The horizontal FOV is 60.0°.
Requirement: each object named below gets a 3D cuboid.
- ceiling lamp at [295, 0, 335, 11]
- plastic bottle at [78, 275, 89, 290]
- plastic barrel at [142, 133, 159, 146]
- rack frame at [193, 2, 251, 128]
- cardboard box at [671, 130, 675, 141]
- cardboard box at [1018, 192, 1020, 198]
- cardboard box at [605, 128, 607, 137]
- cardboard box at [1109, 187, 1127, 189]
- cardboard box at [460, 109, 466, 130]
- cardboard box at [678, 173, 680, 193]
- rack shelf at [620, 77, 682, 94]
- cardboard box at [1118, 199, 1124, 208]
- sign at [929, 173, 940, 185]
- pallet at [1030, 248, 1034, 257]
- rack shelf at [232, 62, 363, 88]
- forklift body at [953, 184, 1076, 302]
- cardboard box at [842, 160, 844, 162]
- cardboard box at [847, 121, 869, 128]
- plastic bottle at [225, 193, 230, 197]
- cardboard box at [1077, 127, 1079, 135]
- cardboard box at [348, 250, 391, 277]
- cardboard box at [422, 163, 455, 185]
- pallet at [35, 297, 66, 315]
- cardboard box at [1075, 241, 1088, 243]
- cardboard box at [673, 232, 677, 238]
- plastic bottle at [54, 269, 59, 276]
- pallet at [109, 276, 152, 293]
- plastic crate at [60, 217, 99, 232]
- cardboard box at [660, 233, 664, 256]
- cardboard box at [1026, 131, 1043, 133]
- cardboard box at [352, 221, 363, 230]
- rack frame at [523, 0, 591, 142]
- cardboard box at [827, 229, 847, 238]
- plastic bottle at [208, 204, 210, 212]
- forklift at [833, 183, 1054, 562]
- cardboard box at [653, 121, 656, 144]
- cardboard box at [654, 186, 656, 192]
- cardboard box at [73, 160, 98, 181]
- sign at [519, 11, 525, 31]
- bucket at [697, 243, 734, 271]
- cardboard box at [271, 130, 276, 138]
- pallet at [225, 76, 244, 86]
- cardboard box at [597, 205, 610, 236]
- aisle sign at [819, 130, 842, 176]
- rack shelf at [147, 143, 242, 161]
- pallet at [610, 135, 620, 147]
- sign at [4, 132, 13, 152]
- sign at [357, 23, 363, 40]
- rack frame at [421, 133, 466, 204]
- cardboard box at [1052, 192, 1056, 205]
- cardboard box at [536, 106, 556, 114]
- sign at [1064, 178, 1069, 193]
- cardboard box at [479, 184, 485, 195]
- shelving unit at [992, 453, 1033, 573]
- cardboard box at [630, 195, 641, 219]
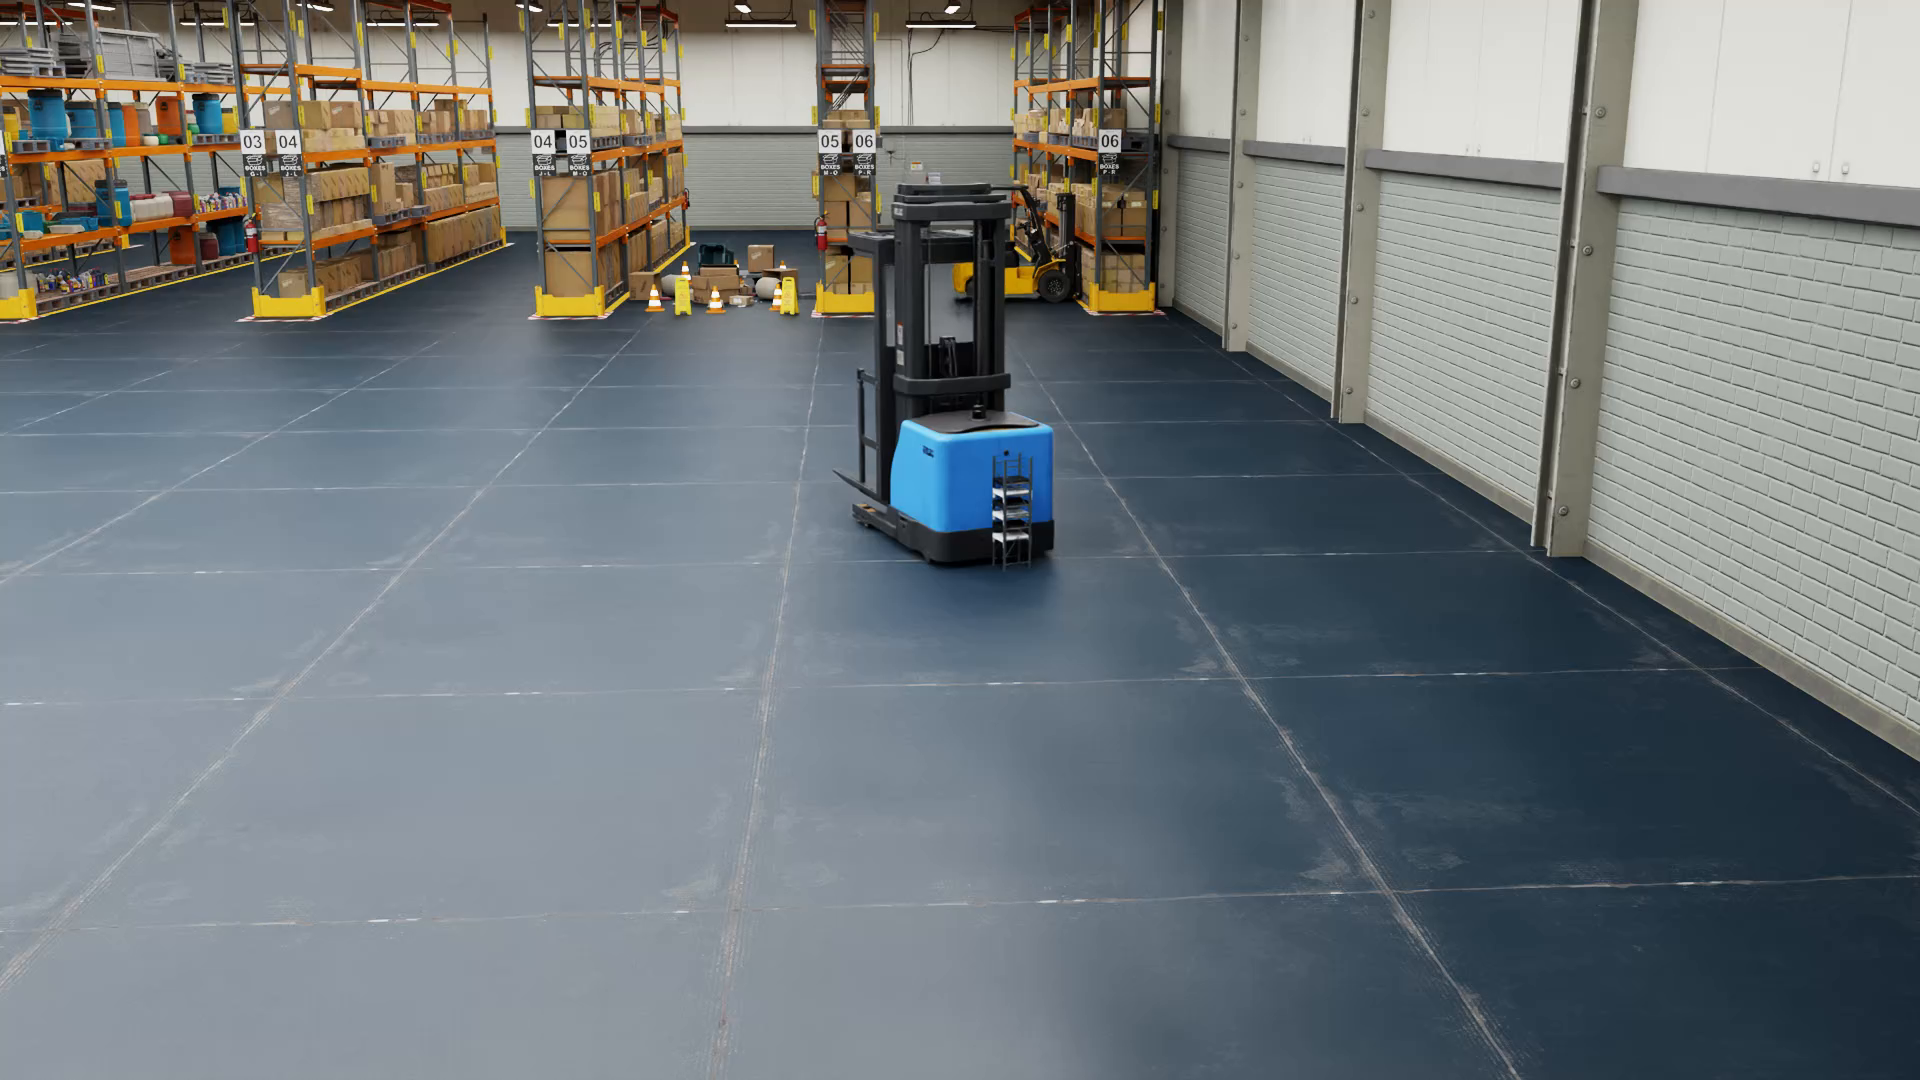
[{"bbox_3d":[-14.733,-13.903,38.288,0.800,3.185,2.000,-1,14,-3],"label":"ceiling lamp"},{"bbox_3d":[-16.717,-4.915,31.694,0.152,0.276,0.135,-1,14,-2],"label":"plastic bottle"},{"bbox_3d":[-17.018,-8.413,34.964,0.301,0.262,0.301,0,14,0],"label":"plastic barrel"},{"bbox_3d":[-17.578,-11.241,39.654,1.000,3.000,0.127,-1,14,-3],"label":"rack frame"},{"bbox_3d":[-7.496,-10.217,41.995,0.500,0.250,0.500,0,14,-1],"label":"cardboard box"},{"bbox_3d":[1.739,-9.108,43.910,0.380,0.149,0.250,-1,14,-5],"label":"cardboard box"},{"bbox_3d":[-6.730,-7.529,30.709,0.380,0.149,0.250,-1,14,-3],"label":"cardboard box"},{"bbox_3d":[3.059,-6.702,31.955,0.380,0.149,0.250,0,14,-2],"label":"cardboard box"},{"bbox_3d":[-12.772,-10.492,41.521,0.700,0.500,0.500,0,14,-1],"label":"cardboard box"},{"bbox_3d":[-7.573,-9.288,43.309,0.500,0.500,0.500,-1,14,-3],"label":"cardboard box"},{"bbox_3d":[-7.802,-11.516,42.175,1.077,0.370,4.000,-1,14,-3],"label":"rack shelf"},{"bbox_3d":[3.113,-6.169,30.481,0.380,0.149,0.250,-1,14,-3],"label":"cardboard box"},{"bbox_3d":[-0.778,-10.971,50.836,0.329,0.494,0.001,-1,14,-3],"label":"sign"},{"bbox_3d":[2.299,-7.090,41.159,1.003,0.211,1.213,-1,14,-3],"label":"pallet"},{"bbox_3d":[-12.015,-8.480,30.376,1.077,0.370,4.000,-1,14,-3],"label":"rack shelf"},{"bbox_3d":[1.016,-5.690,31.825,2.313,2.155,1.214,-1,14,-3],"label":"forklift body"},{"bbox_3d":[-3.080,-9.483,41.354,0.380,0.149,0.250,-1,14,-5],"label":"cardboard box"},{"bbox_3d":[-1.818,-7.389,29.608,0.380,0.149,0.250,-1,14,-4],"label":"cardboard box"},{"bbox_3d":[-17.327,-8.040,39.352,0.144,0.351,0.185,-1,14,-3],"label":"plastic bottle"},{"bbox_3d":[2.479,-7.928,32.260,0.380,0.149,0.250,0,14,-2],"label":"cardboard box"},{"bbox_3d":[-12.166,-5.696,34.280,0.700,0.500,0.500,-1,14,-4],"label":"cardboard box"},{"bbox_3d":[-12.587,-8.787,39.945,0.797,0.503,0.637,-1,14,-5],"label":"cardboard box"},{"bbox_3d":[-16.931,-4.221,30.006,1.003,0.211,1.213,-1,14,-3],"label":"pallet"},{"bbox_3d":[2.423,-5.883,33.542,0.500,0.250,0.500,-1,14,-4],"label":"cardboard box"},{"bbox_3d":[-7.497,-7.846,42.783,0.380,0.149,0.250,-1,14,-4],"label":"cardboard box"},{"bbox_3d":[-17.446,-5.069,32.139,0.144,0.351,0.185,0,14,-2],"label":"plastic bottle"},{"bbox_3d":[-17.170,-5.190,33.773,1.003,0.211,1.213,-1,14,-3],"label":"pallet"},{"bbox_3d":[-16.743,-6.002,31.634,0.499,0.251,0.616,-1,14,-3],"label":"plastic crate"},{"bbox_3d":[-7.321,-7.020,39.466,0.500,0.500,0.500,-1,14,-5],"label":"cardboard box"},{"bbox_3d":[1.931,-10.282,41.654,0.500,0.250,0.500,-1,14,-3],"label":"cardboard box"},{"bbox_3d":[-11.744,-6.066,32.085,0.380,0.149,0.250,-1,14,-3],"label":"cardboard box"},{"bbox_3d":[-6.934,-8.384,28.552,1.000,3.000,0.127,-1,14,-3],"label":"rack frame"},{"bbox_3d":[-2.237,-5.548,30.074,0.380,0.149,0.250,0,14,-2],"label":"cardboard box"},{"bbox_3d":[-17.051,-7.534,37.688,0.097,0.201,0.097,0,14,0],"label":"plastic bottle"},{"bbox_3d":[-0.294,-1.566,14.229,1.130,2.935,3.031,-6,16,-23],"label":"forklift"},{"bbox_3d":[-7.274,-9.364,38.180,0.500,0.500,0.500,-1,14,-3],"label":"cardboard box"},{"bbox_3d":[-7.371,-8.265,39.194,0.380,0.149,0.250,-1,14,-3],"label":"cardboard box"},{"bbox_3d":[-22.399,-9.426,42.435,0.500,0.500,0.500,0,14,-2],"label":"cardboard box"},{"bbox_3d":[-7.477,-8.870,28.407,0.100,0.325,0.005,-1,14,-3],"label":"sign"},{"bbox_3d":[-4.872,-5.626,33.392,0.726,0.611,0.620,4,5,16],"label":"bucket"},{"bbox_3d":[-12.119,-7.131,29.204,0.380,0.149,0.250,-1,14,-5],"label":"cardboard box"},{"bbox_3d":[-17.496,-10.750,38.930,1.003,0.211,1.213,-1,14,-3],"label":"pallet"},{"bbox_3d":[-6.968,-5.921,30.716,0.875,0.550,0.550,-1,14,-3],"label":"cardboard box"},{"bbox_3d":[-2.286,-6.819,29.293,0.394,0.787,0.004,-1,14,-3],"label":"aisle sign"},{"bbox_3d":[-17.454,-8.942,38.185,1.077,0.370,4.000,-1,14,-3],"label":"rack shelf"},{"bbox_3d":[-7.142,-7.680,32.012,1.003,0.211,1.213,-1,14,-3],"label":"pallet"},{"bbox_3d":[-16.285,-6.815,28.457,0.100,0.325,0.005,-1,14,-3],"label":"sign"},{"bbox_3d":[-11.596,-9.822,32.107,0.100,0.325,0.005,-1,14,-3],"label":"sign"},{"bbox_3d":[-12.634,-8.412,40.699,1.000,3.000,0.127,-1,14,-3],"label":"rack frame"},{"bbox_3d":[2.286,-7.448,36.251,0.500,0.250,0.500,-1,14,-5],"label":"cardboard box"},{"bbox_3d":[-7.294,-7.526,29.098,0.380,0.149,0.250,-1,14,-3],"label":"cardboard box"},{"bbox_3d":[2.165,-7.164,33.686,0.100,0.325,0.005,-1,14,-3],"label":"sign"},{"bbox_3d":[-12.488,-8.979,42.609,0.500,0.250,0.500,-1,14,-3],"label":"cardboard box"},{"bbox_3d":[0.409,-0.216,13.062,0.258,0.900,0.210,-6,16,-23],"label":"shelving unit"},{"bbox_3d":[-7.038,-7.033,35.140,0.500,0.500,0.500,-1,14,-3],"label":"cardboard box"}]
